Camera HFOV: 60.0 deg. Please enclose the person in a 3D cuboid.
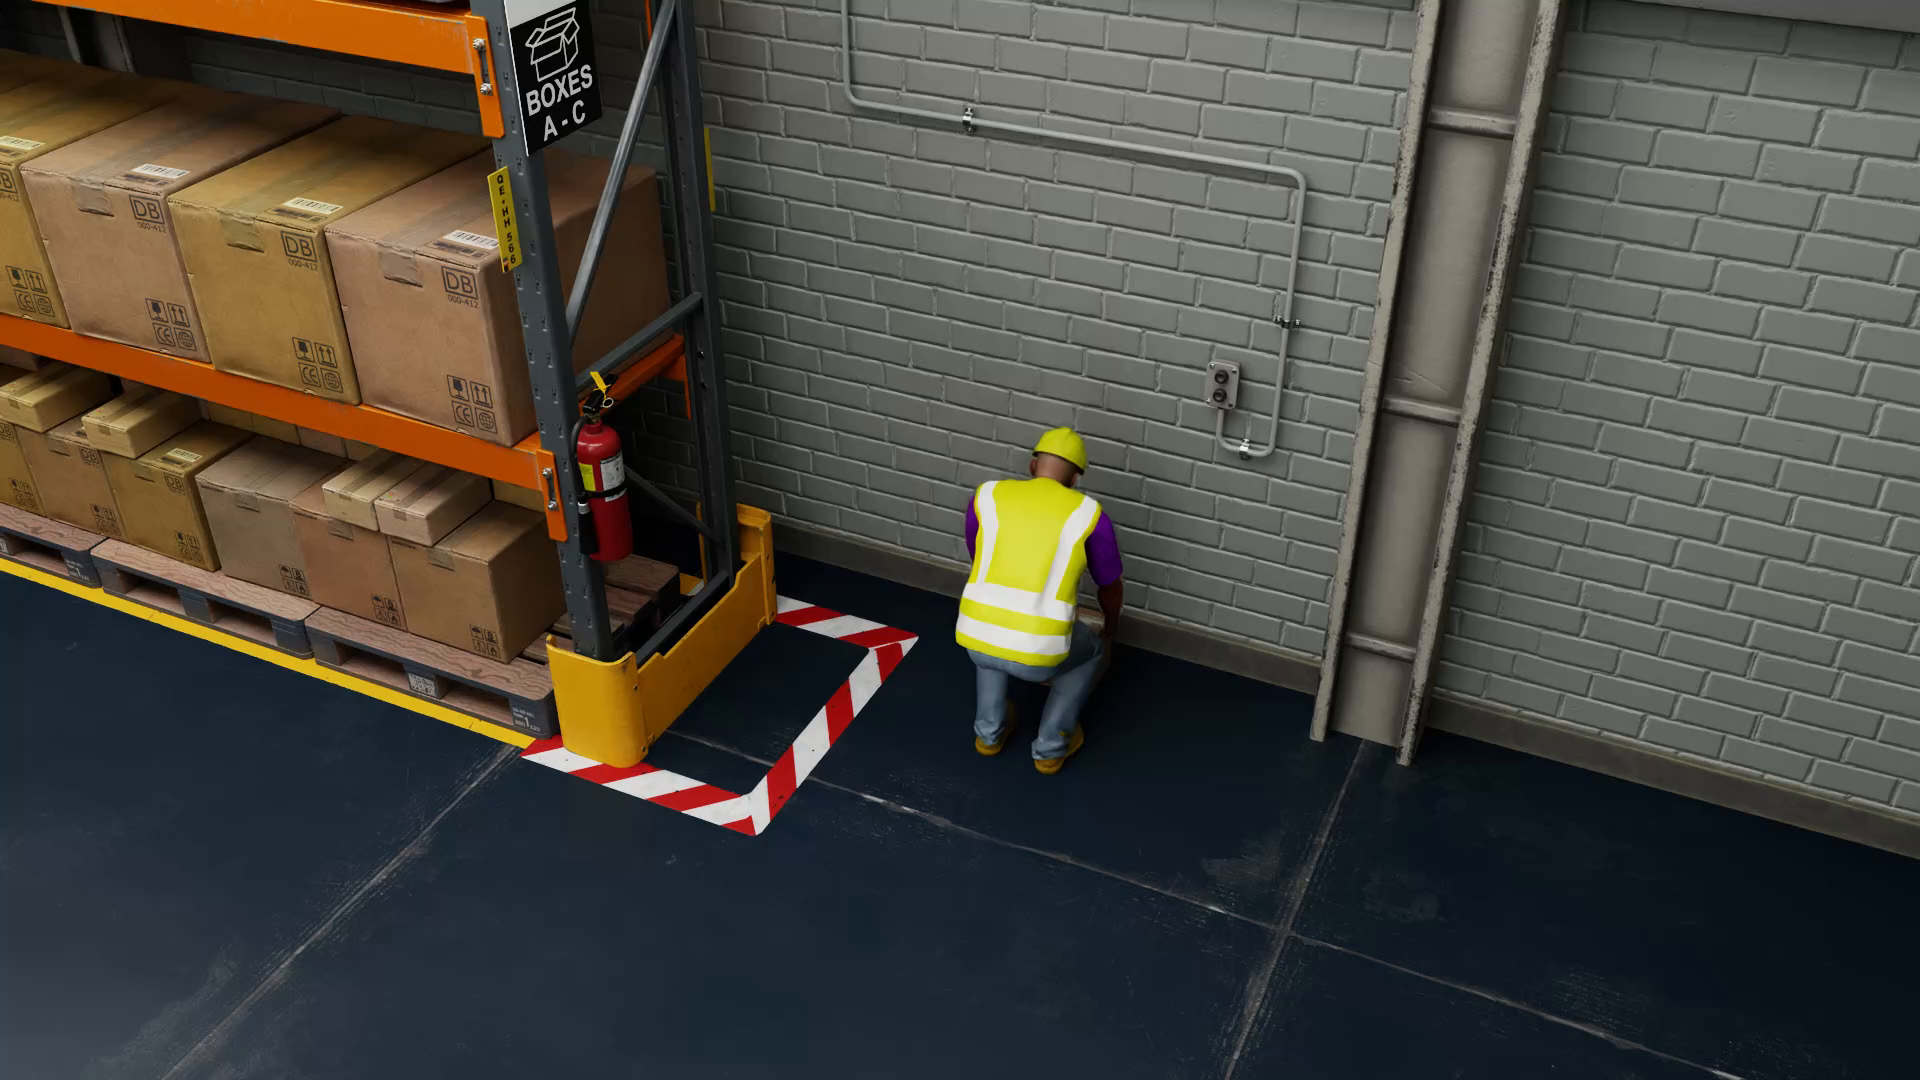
[{"bbox_3d":[0.259,0.243,6.271,0.619,1.196,0.847,14,36,20],"label":"person"}]
